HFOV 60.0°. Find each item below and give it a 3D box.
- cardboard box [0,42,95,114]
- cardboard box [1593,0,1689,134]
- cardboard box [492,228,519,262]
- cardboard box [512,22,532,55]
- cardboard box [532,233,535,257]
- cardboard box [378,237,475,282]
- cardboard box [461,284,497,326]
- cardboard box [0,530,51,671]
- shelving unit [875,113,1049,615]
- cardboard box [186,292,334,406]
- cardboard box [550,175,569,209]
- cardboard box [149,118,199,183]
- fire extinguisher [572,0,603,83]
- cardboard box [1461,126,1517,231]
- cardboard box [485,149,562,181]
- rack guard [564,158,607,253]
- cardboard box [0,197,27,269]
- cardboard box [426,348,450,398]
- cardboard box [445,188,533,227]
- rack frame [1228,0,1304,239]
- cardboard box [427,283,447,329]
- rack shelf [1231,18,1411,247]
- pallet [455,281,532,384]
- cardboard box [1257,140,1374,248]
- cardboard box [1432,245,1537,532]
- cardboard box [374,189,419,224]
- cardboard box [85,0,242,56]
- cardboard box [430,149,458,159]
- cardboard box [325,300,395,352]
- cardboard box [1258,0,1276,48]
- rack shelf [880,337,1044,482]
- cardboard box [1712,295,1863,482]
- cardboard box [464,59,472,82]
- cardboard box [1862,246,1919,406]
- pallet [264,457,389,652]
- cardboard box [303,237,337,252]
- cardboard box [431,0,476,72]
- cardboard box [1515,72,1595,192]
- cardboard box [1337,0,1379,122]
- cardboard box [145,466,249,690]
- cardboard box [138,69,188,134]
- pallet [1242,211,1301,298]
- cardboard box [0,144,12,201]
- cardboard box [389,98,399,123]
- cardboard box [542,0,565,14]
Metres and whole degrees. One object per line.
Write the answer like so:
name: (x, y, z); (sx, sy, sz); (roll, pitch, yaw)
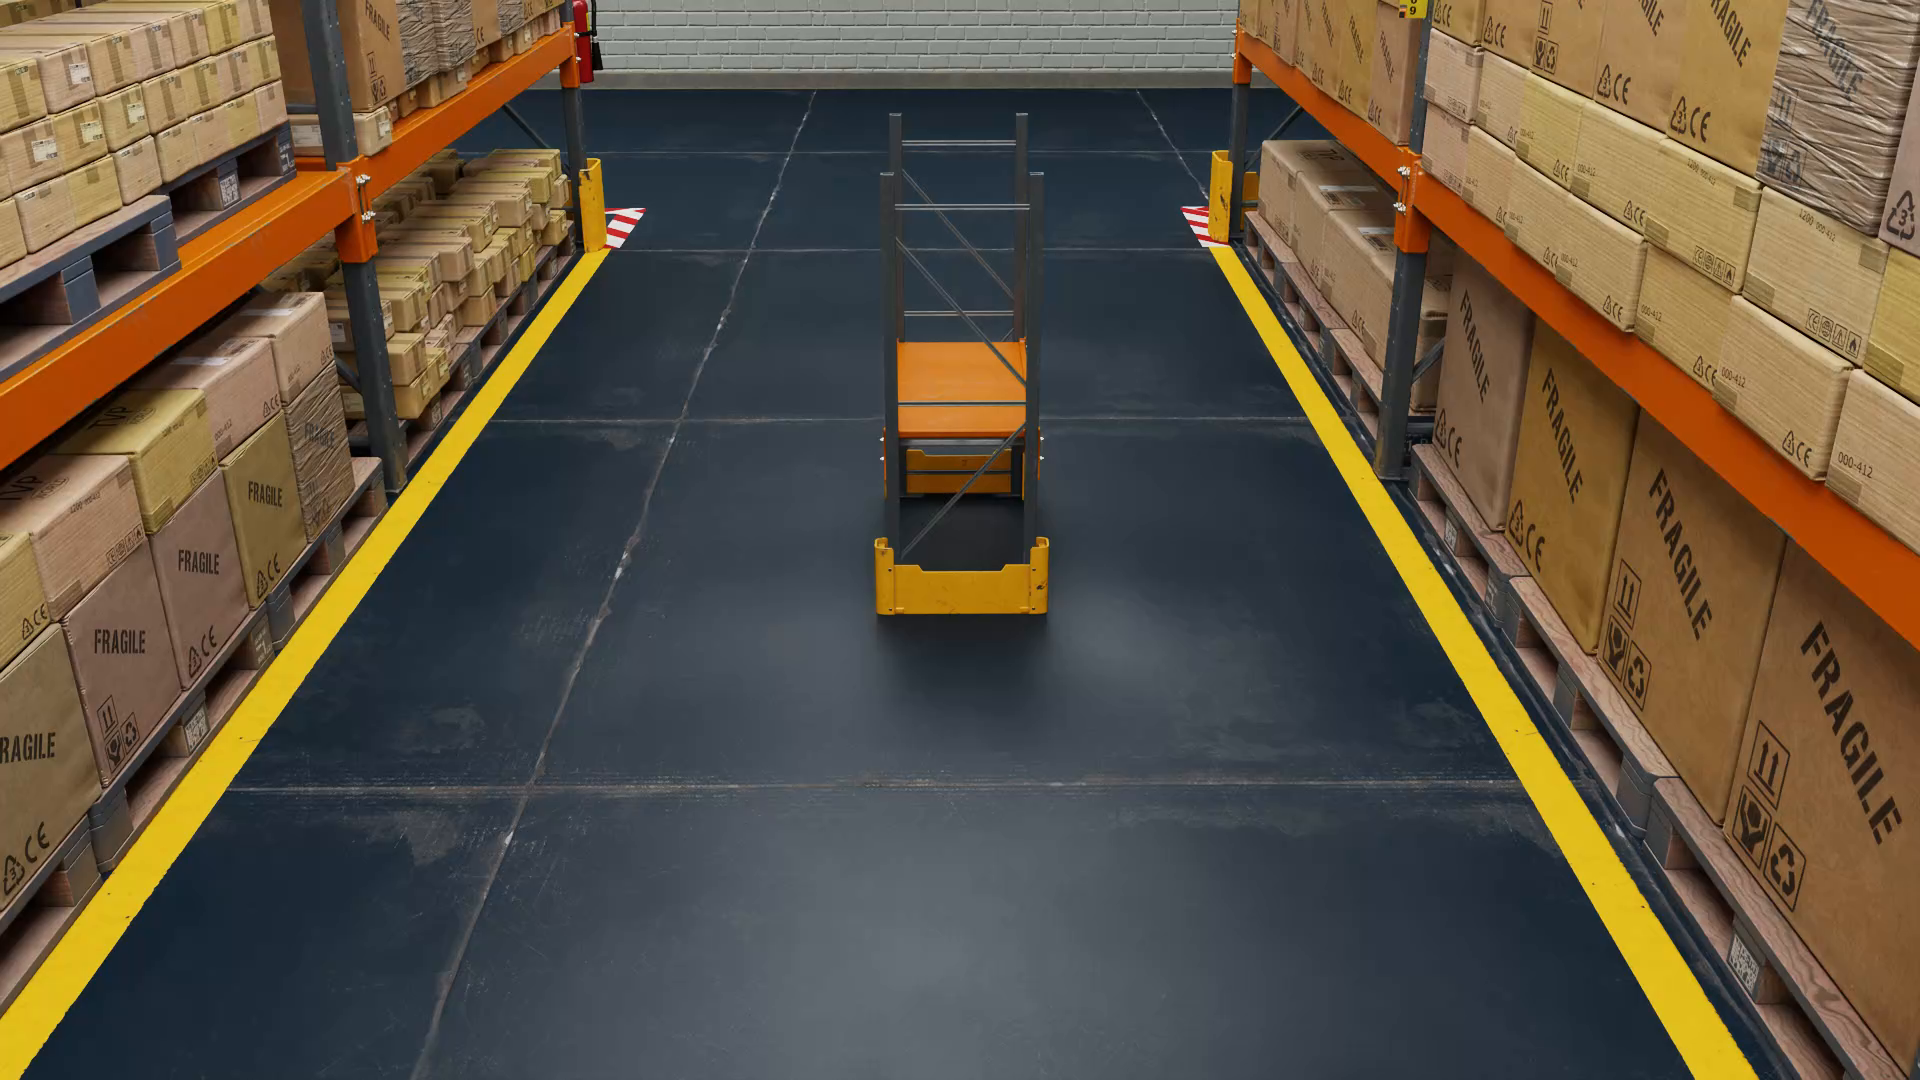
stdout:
cardboard box: (-2.528, -1.213, 4.365); (0.380, 0.149, 0.250); (-1, 24, -3)
cardboard box: (1.973, -1.320, 4.193); (0.500, 0.500, 0.500); (-1, 24, -1)
cardboard box: (-2.483, -1.493, 8.501); (0.380, 0.149, 0.250); (1, 24, 2)
cardboard box: (-2.489, -2.656, 8.788); (0.380, 0.149, 0.250); (0, 24, 1)
cardboard box: (-2.534, -1.575, 9.042); (0.380, 0.149, 0.250); (0, 24, 0)
cardboard box: (-2.480, -1.303, 7.719); (0.380, 0.149, 0.250); (0, 24, 1)
cardboard box: (-2.478, -1.145, 8.091); (0.380, 0.149, 0.250); (-1, 24, -2)
cardboard box: (-2.468, 0.193, 3.796); (0.500, 0.250, 0.500); (-1, 24, -1)
shelving unit: (0.001, -0.652, 5.871); (0.587, 1.500, 1.083); (0, 24, -1)
cardboard box: (-2.480, -0.655, 5.672); (0.500, 0.250, 0.500); (-1, 24, -2)
cardboard box: (-2.493, -2.026, 9.680); (0.380, 0.149, 0.250); (-1, 24, -2)
cardboard box: (-2.532, -1.168, 4.987); (0.380, 0.149, 0.250); (-1, 24, -3)
fire extinguisher: (-2.326, -3.115, 10.045); (0.296, 0.674, 0.183); (0, 24, -1)
cardboard box: (1.956, -1.166, 5.371); (0.500, 0.250, 0.500); (-1, 24, -2)
cardboard box: (-2.525, -2.161, 9.616); (0.380, 0.149, 0.250); (0, 24, 0)
rack guard: (-2.784, -2.044, 10.164); (1.175, 0.500, 0.348); (0, 24, -1)
cardboard box: (-2.517, -0.727, 4.012); (0.380, 0.149, 0.250); (0, 24, 0)
cardboard box: (-2.426, -0.720, 7.152); (0.380, 0.149, 0.250); (0, 24, 1)
cardboard box: (-2.452, -1.734, 8.672); (0.380, 0.149, 0.250); (1, 24, 1)
rack frame: (2.164, -3.279, 9.859); (1.000, 3.000, 0.127); (0, 24, -1)
cardboard box: (-2.556, -1.061, 7.544); (0.380, 0.149, 0.250); (-1, 24, -3)
rack shelf: (2.186, -2.127, 8.185); (1.077, 0.370, 4.000); (0, 24, -1)
pallet: (-2.800, -1.077, 8.374); (1.003, 0.211, 1.213); (0, 24, -1)
cardboard box: (2.271, -2.031, 9.700); (0.875, 0.438, 0.875); (-1, 24, -2)
cardboard box: (2.295, -0.599, 6.002); (0.875, 0.875, 0.875); (0, 24, 1)
cardboard box: (-3.041, -1.727, 8.657); (0.380, 0.149, 0.250); (1, 24, 2)
cardboard box: (-2.537, -1.639, 5.308); (0.380, 0.149, 0.250); (-1, 24, -2)
cardboard box: (-3.118, -2.161, 9.616); (0.380, 0.149, 0.250); (-1, 24, -3)
cardboard box: (-2.537, -0.873, 6.768); (0.380, 0.149, 0.250); (1, 24, 2)
cardboard box: (1.916, -2.917, 8.938); (0.500, 0.500, 0.500); (-1, 24, -1)
rack shelf: (0.001, -0.484, 5.937); (0.538, 0.185, 1.000); (0, 24, -1)
cardboard box: (1.965, -0.331, 3.525); (0.500, 0.250, 0.500); (0, 24, 0)
cardboard box: (-2.529, -2.223, 7.830); (0.380, 0.149, 0.250); (1, 24, 1)
cardboard box: (1.992, -0.340, 2.937); (0.500, 0.250, 0.500); (0, 24, -1)
pallet: (-2.731, 0.025, 5.939); (1.003, 0.211, 1.213); (0, 24, -1)
cardboard box: (-3.077, -1.301, 7.716); (0.380, 0.149, 0.250); (-1, 24, -3)
cardboard box: (-2.476, -2.364, 7.355); (0.500, 0.500, 0.500); (-1, 24, -2)
cardboard box: (1.943, -1.184, 4.804); (0.500, 0.250, 0.500); (0, 24, 0)
cardboard box: (1.936, -2.078, 7.083); (0.500, 0.500, 0.500); (-1, 24, -2)
cardboard box: (-2.474, 0.108, 4.896); (0.500, 0.500, 0.500); (-1, 24, -2)
cardboard box: (-2.528, -1.292, 4.902); (0.380, 0.149, 0.250); (-1, 24, -2)
pallet: (2.251, -1.679, 9.706); (1.003, 0.211, 1.213); (0, 24, -1)
cardboard box: (-2.517, -0.861, 3.949); (0.380, 0.149, 0.250); (0, 24, -1)
cardboard box: (-2.549, -1.786, 6.864); (0.380, 0.149, 0.250); (-1, 24, -3)
cardboard box: (-2.522, -3.212, 9.229); (0.500, 0.500, 0.500); (0, 24, 1)
